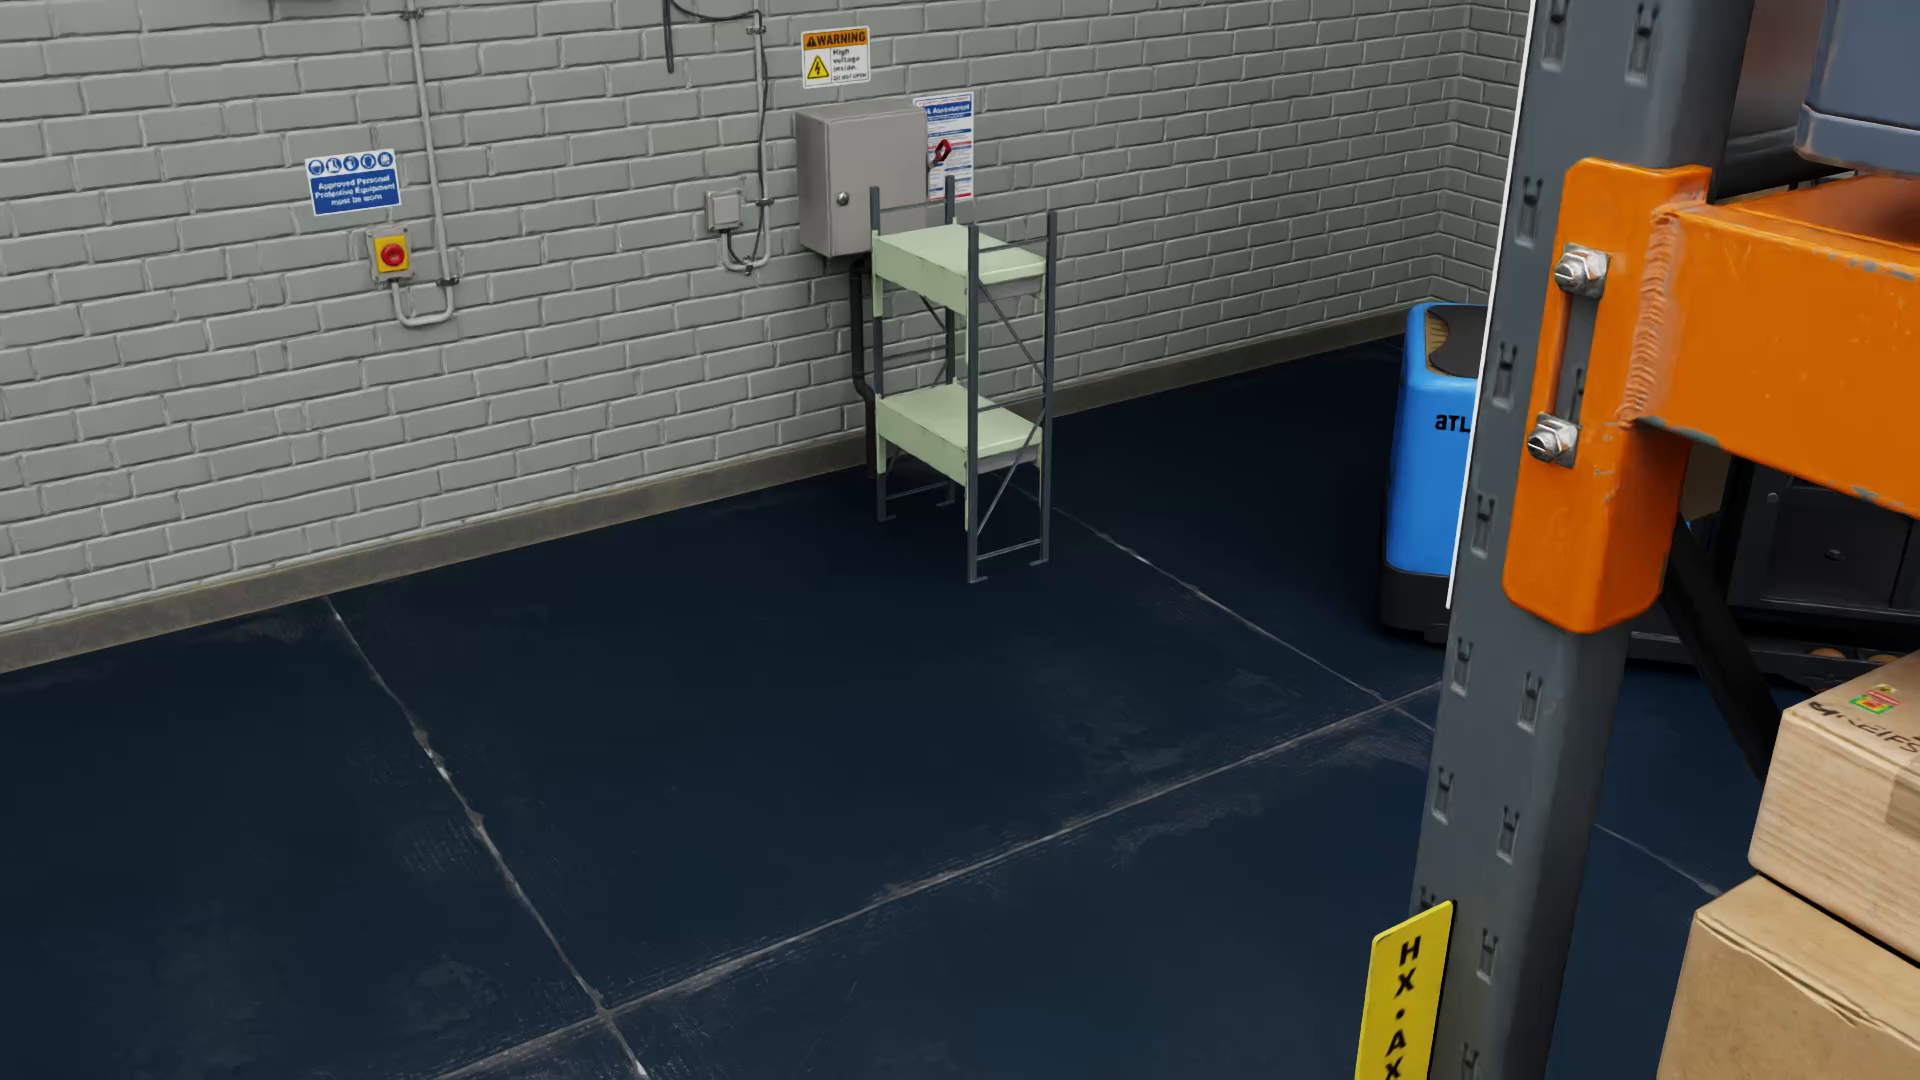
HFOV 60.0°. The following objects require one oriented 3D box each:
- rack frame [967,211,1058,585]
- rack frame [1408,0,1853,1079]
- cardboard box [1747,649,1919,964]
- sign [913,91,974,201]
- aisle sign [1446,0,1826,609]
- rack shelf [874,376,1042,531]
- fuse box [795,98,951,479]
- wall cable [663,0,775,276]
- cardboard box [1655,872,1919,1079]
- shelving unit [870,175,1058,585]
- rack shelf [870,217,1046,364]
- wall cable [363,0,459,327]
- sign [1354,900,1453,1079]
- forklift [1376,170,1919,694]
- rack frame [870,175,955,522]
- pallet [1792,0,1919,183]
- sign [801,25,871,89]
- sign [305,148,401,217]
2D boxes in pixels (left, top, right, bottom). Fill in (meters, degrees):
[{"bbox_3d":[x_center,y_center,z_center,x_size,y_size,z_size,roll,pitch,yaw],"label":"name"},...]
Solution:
[{"bbox_3d":[0.203,-0.545,6.647,0.400,1.500,0.023,-16,29,-30],"label":"rack frame"},{"bbox_3d":[0.885,0.792,2.058,0.949,2.616,0.053,-16,29,-30],"label":"rack frame"},{"bbox_3d":[0.844,0.194,1.278,0.380,0.149,0.250,-15,29,-29],"label":"cardboard box"},{"bbox_3d":[-0.075,-1.802,7.665,0.329,0.494,0.001,-16,29,-30],"label":"sign"},{"bbox_3d":[0.600,-0.341,1.413,0.394,0.787,0.004,-16,29,-30],"label":"aisle sign"},{"bbox_3d":[0.004,-0.381,7.064,0.431,0.370,0.720,-16,29,-30],"label":"rack shelf"},{"bbox_3d":[-0.376,-1.073,7.519,0.539,1.711,0.414,-16,29,-30],"label":"fuse box"},{"bbox_3d":[-1.033,-2.013,6.810,0.588,1.984,0.122,-16,29,-30],"label":"wall cable"},{"bbox_3d":[0.906,0.534,1.318,0.500,0.500,0.500,-16,30,-31],"label":"cardboard box"},{"bbox_3d":[0.004,-0.676,6.925,0.431,1.500,0.755,-16,29,-30],"label":"shelving unit"},{"bbox_3d":[0.004,-1.029,6.758,0.431,0.370,0.720,-16,29,-30],"label":"rack shelf"},{"bbox_3d":[-2.215,-1.692,6.094,0.585,1.953,0.123,-16,29,-30],"label":"wall cable"},{"bbox_3d":[0.414,0.493,1.586,0.100,0.325,0.005,-16,29,-30],"label":"sign"},{"bbox_3d":[3.189,-0.992,5.918,3.031,2.935,1.130,6,26,12],"label":"forklift"},{"bbox_3d":[-0.196,-0.807,7.202,0.400,1.500,0.023,-16,29,-30],"label":"rack frame"},{"bbox_3d":[1.296,-0.261,0.878,1.003,0.211,1.213,-16,29,-30],"label":"pallet"},{"bbox_3d":[-0.535,-2.091,7.197,0.339,0.242,0.001,-16,29,-30],"label":"sign"},{"bbox_3d":[-2.289,-1.351,6.282,0.327,0.218,0.001,-16,29,-30],"label":"sign"}]
